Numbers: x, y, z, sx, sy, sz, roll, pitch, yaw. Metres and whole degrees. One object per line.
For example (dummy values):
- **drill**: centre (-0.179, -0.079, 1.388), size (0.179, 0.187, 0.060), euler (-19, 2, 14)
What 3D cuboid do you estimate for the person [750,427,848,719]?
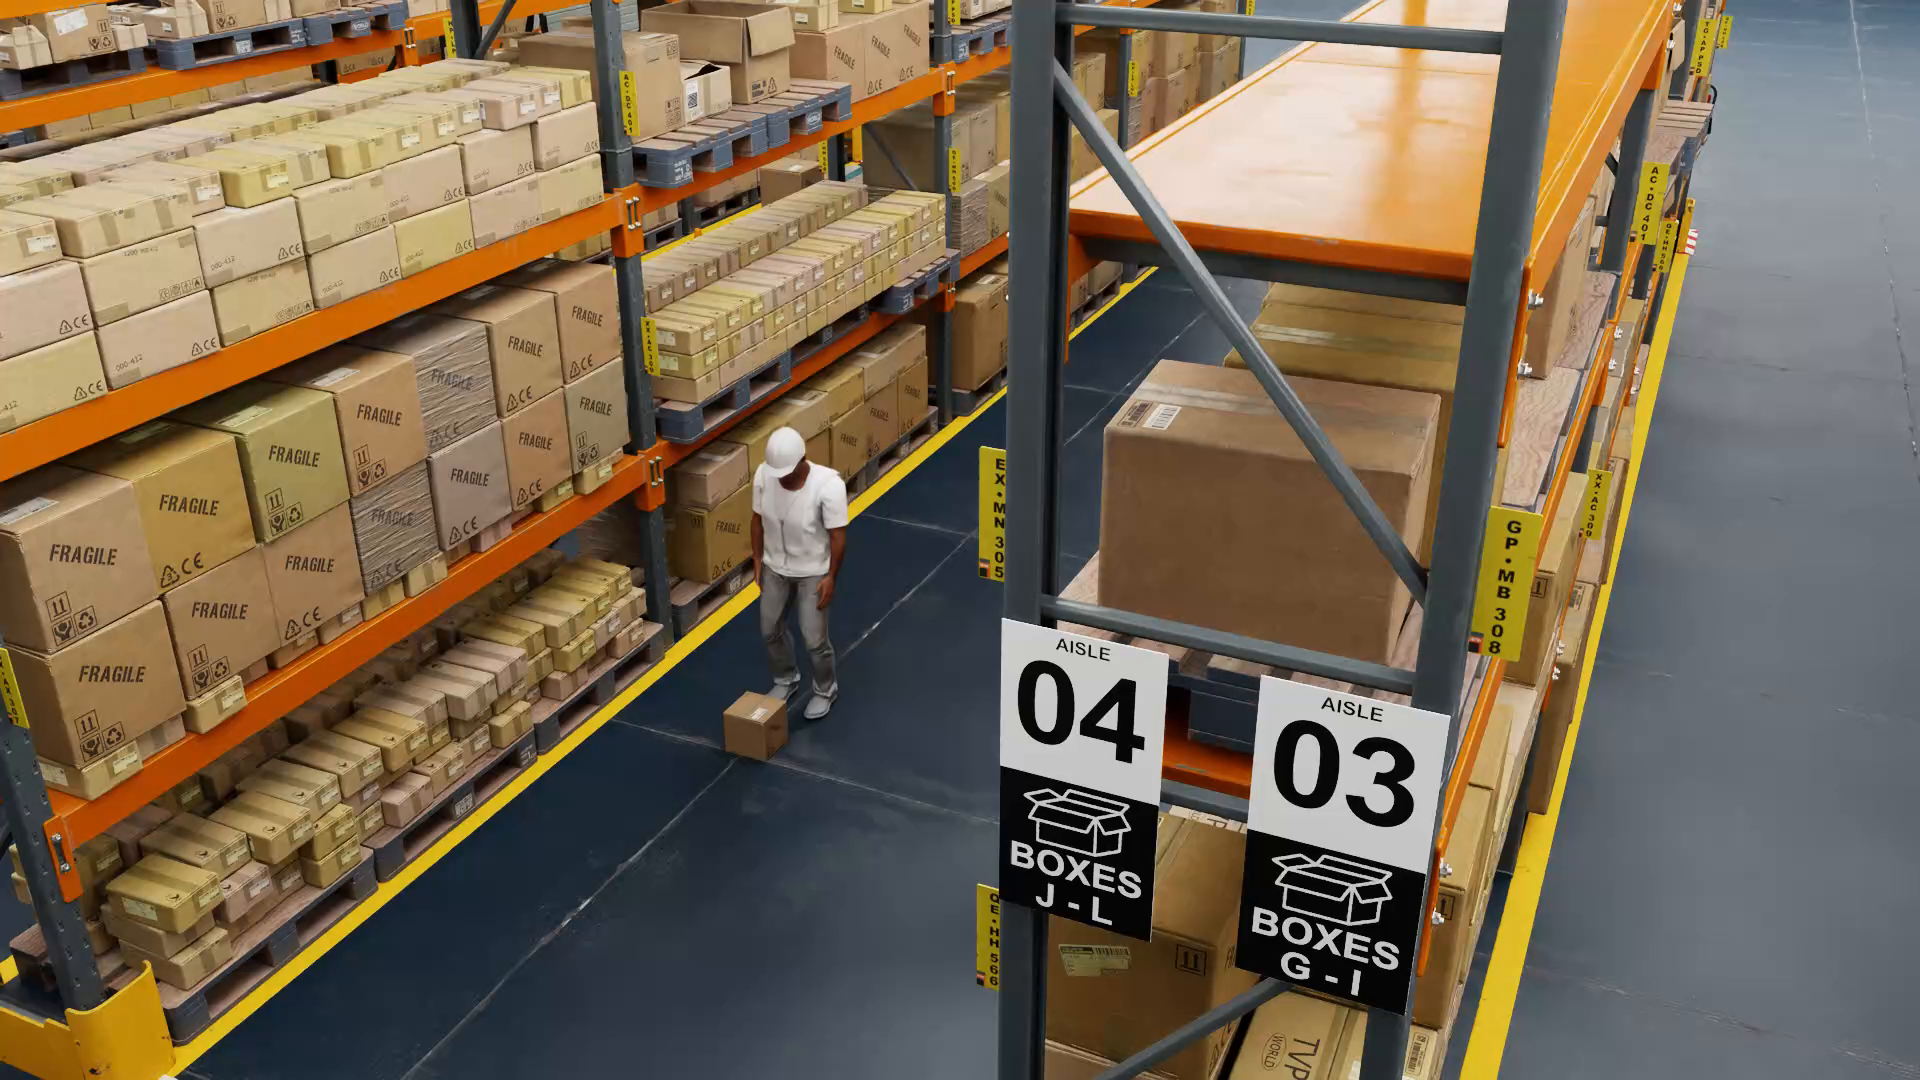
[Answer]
- **person**: centre (-0.887, 0.167, 9.111), size (0.588, 1.724, 0.437), euler (12, 28, 23)
